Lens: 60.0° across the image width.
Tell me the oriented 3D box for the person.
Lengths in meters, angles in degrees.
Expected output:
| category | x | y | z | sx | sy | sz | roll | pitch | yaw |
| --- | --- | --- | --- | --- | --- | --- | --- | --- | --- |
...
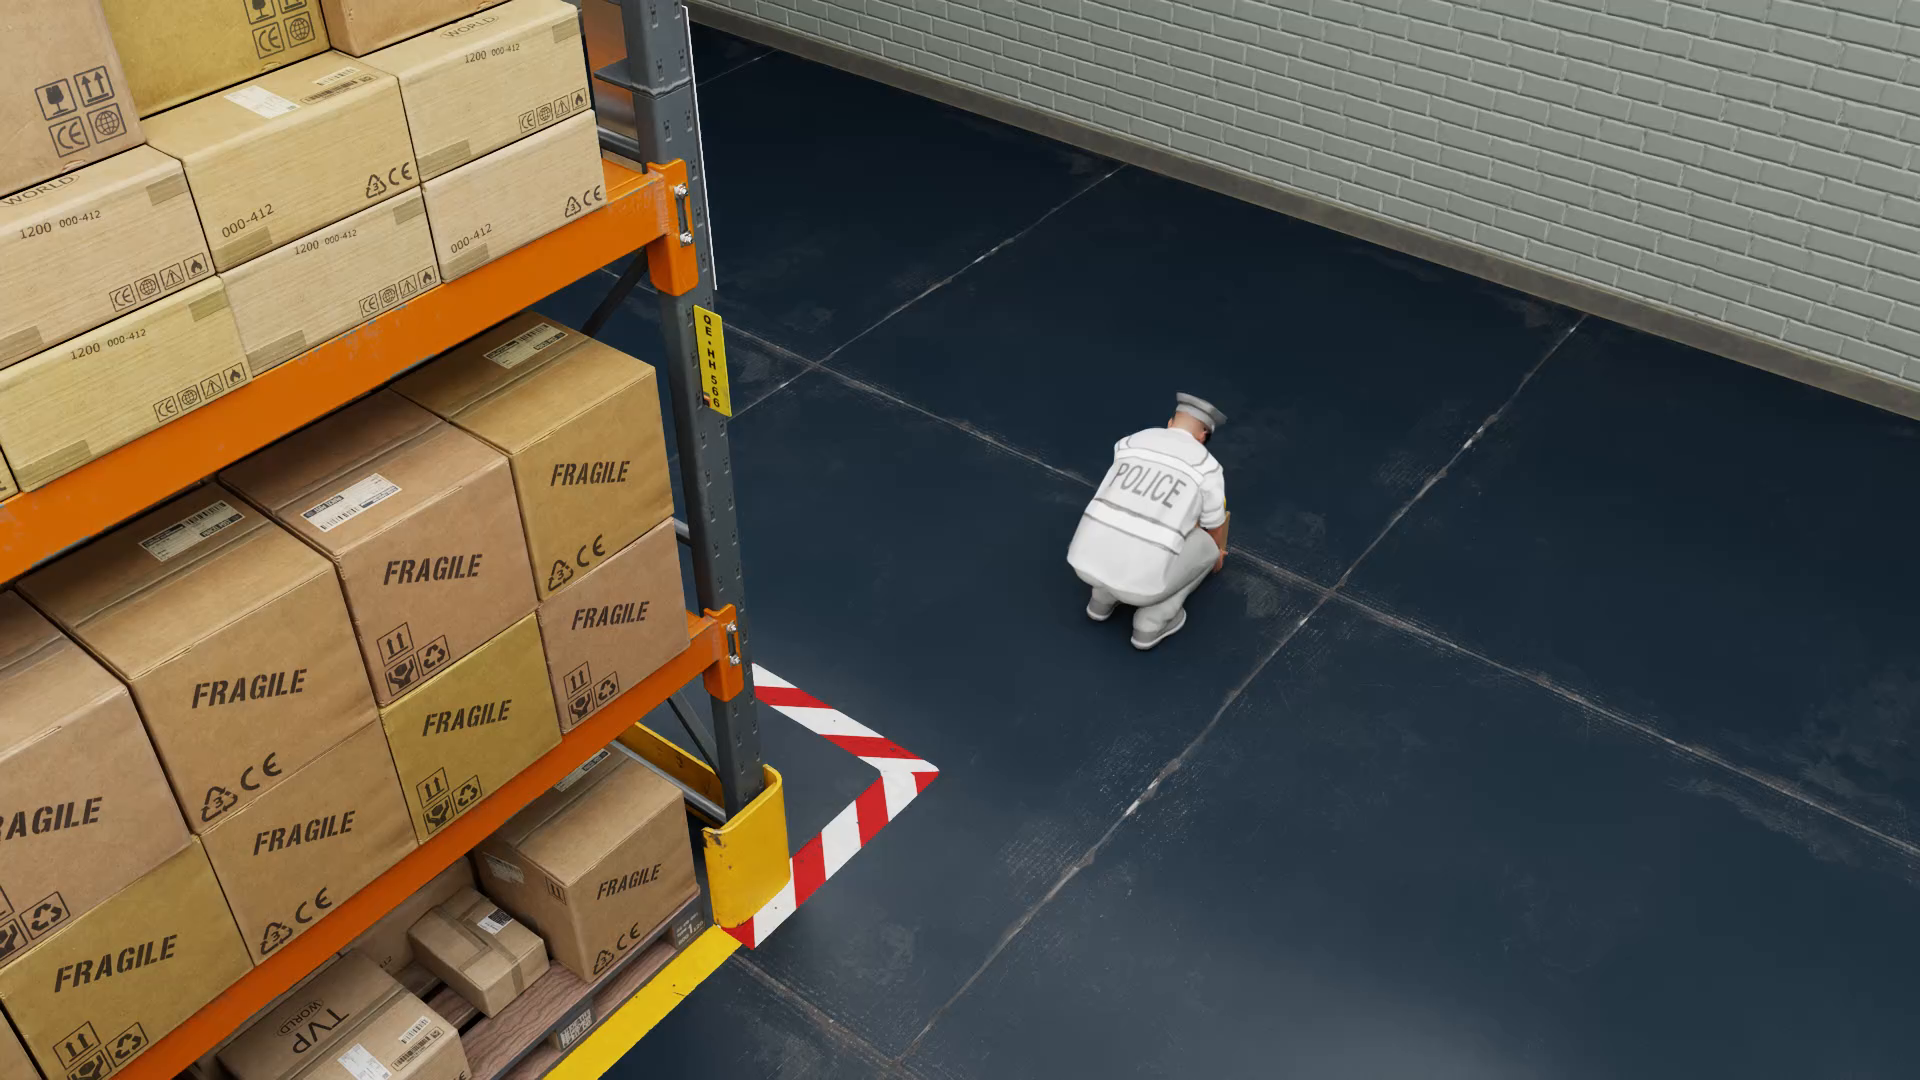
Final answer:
| category | x | y | z | sx | sy | sz | roll | pitch | yaw |
| --- | --- | --- | --- | --- | --- | --- | --- | --- | --- |
| person | 0.828 | -0.062 | 7.003 | 0.548 | 0.898 | 0.974 | 25 | 45 | 28 |
